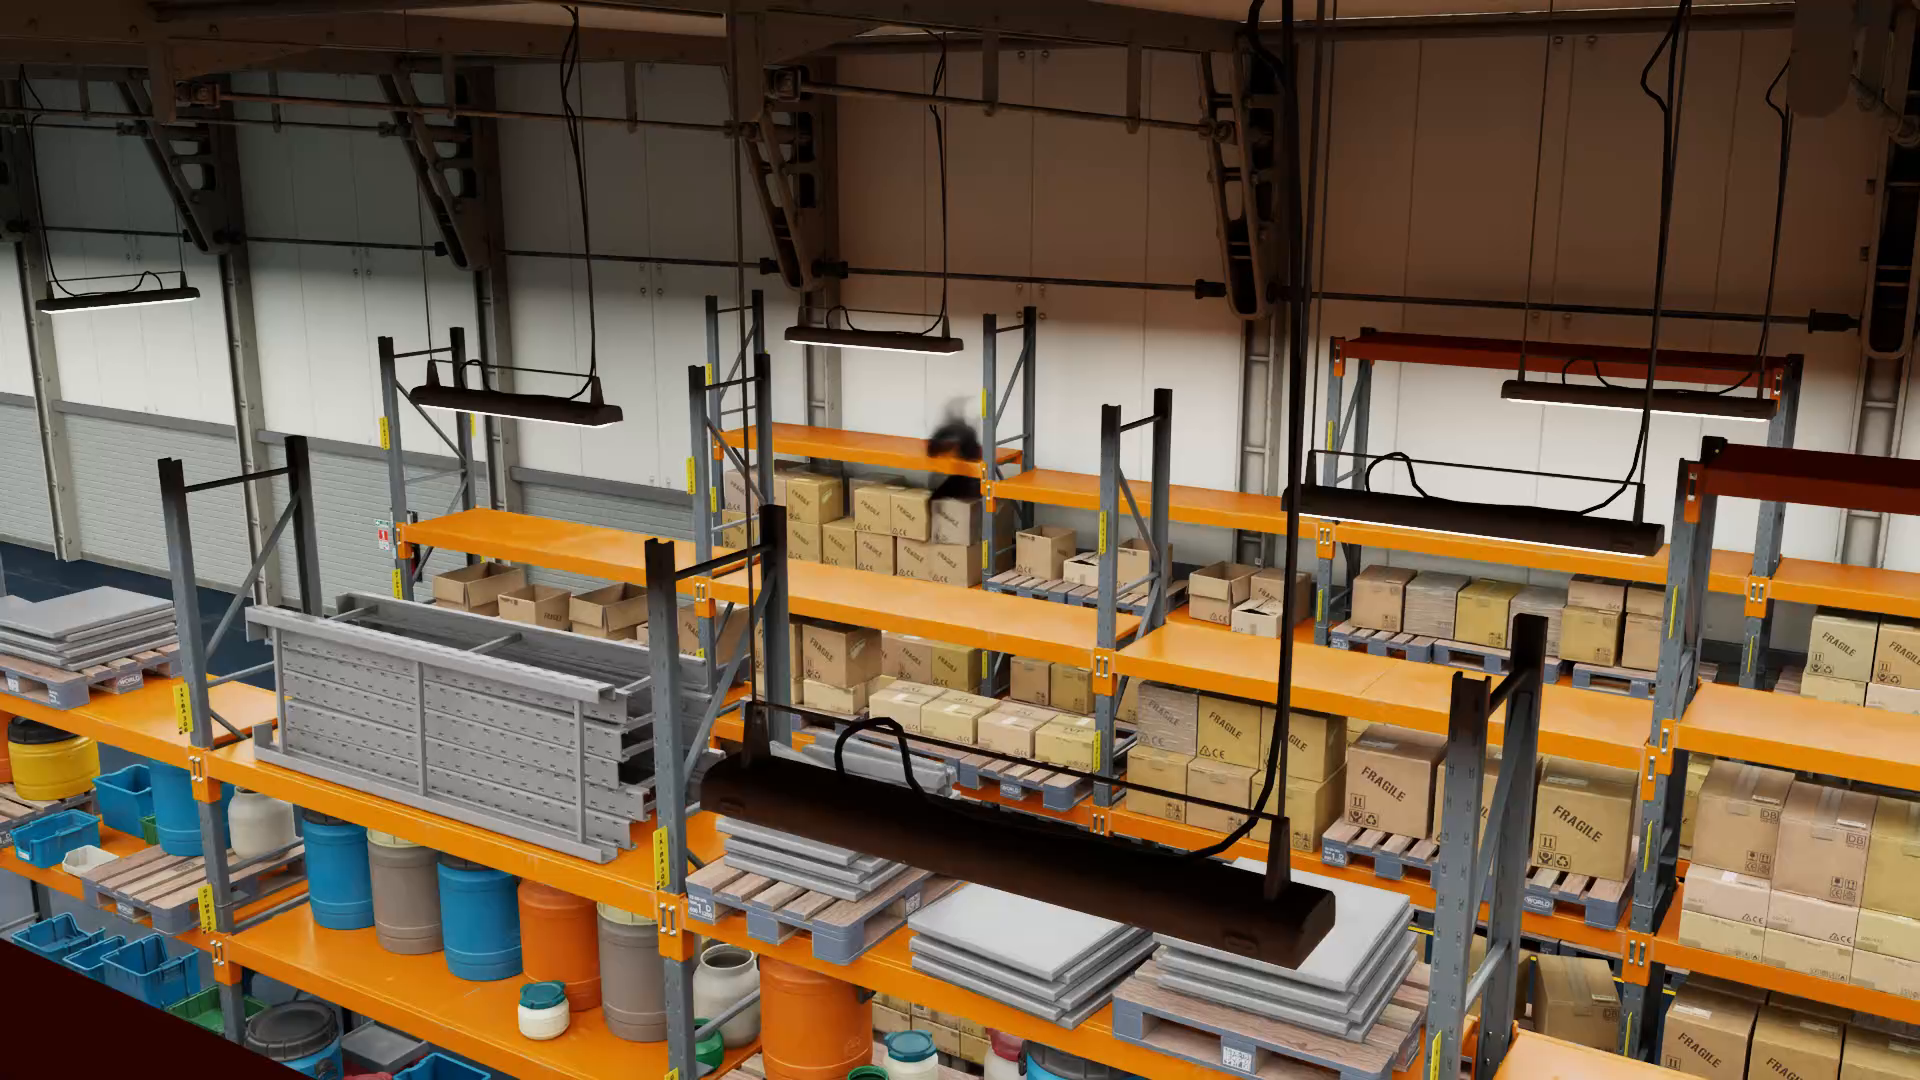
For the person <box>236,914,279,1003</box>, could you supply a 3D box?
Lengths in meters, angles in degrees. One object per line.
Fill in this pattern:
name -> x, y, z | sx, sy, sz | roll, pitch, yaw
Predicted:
person -> -6.334, 3.724, 14.784 | 0.885, 1.589, 0.549 | 9, 16, 31
